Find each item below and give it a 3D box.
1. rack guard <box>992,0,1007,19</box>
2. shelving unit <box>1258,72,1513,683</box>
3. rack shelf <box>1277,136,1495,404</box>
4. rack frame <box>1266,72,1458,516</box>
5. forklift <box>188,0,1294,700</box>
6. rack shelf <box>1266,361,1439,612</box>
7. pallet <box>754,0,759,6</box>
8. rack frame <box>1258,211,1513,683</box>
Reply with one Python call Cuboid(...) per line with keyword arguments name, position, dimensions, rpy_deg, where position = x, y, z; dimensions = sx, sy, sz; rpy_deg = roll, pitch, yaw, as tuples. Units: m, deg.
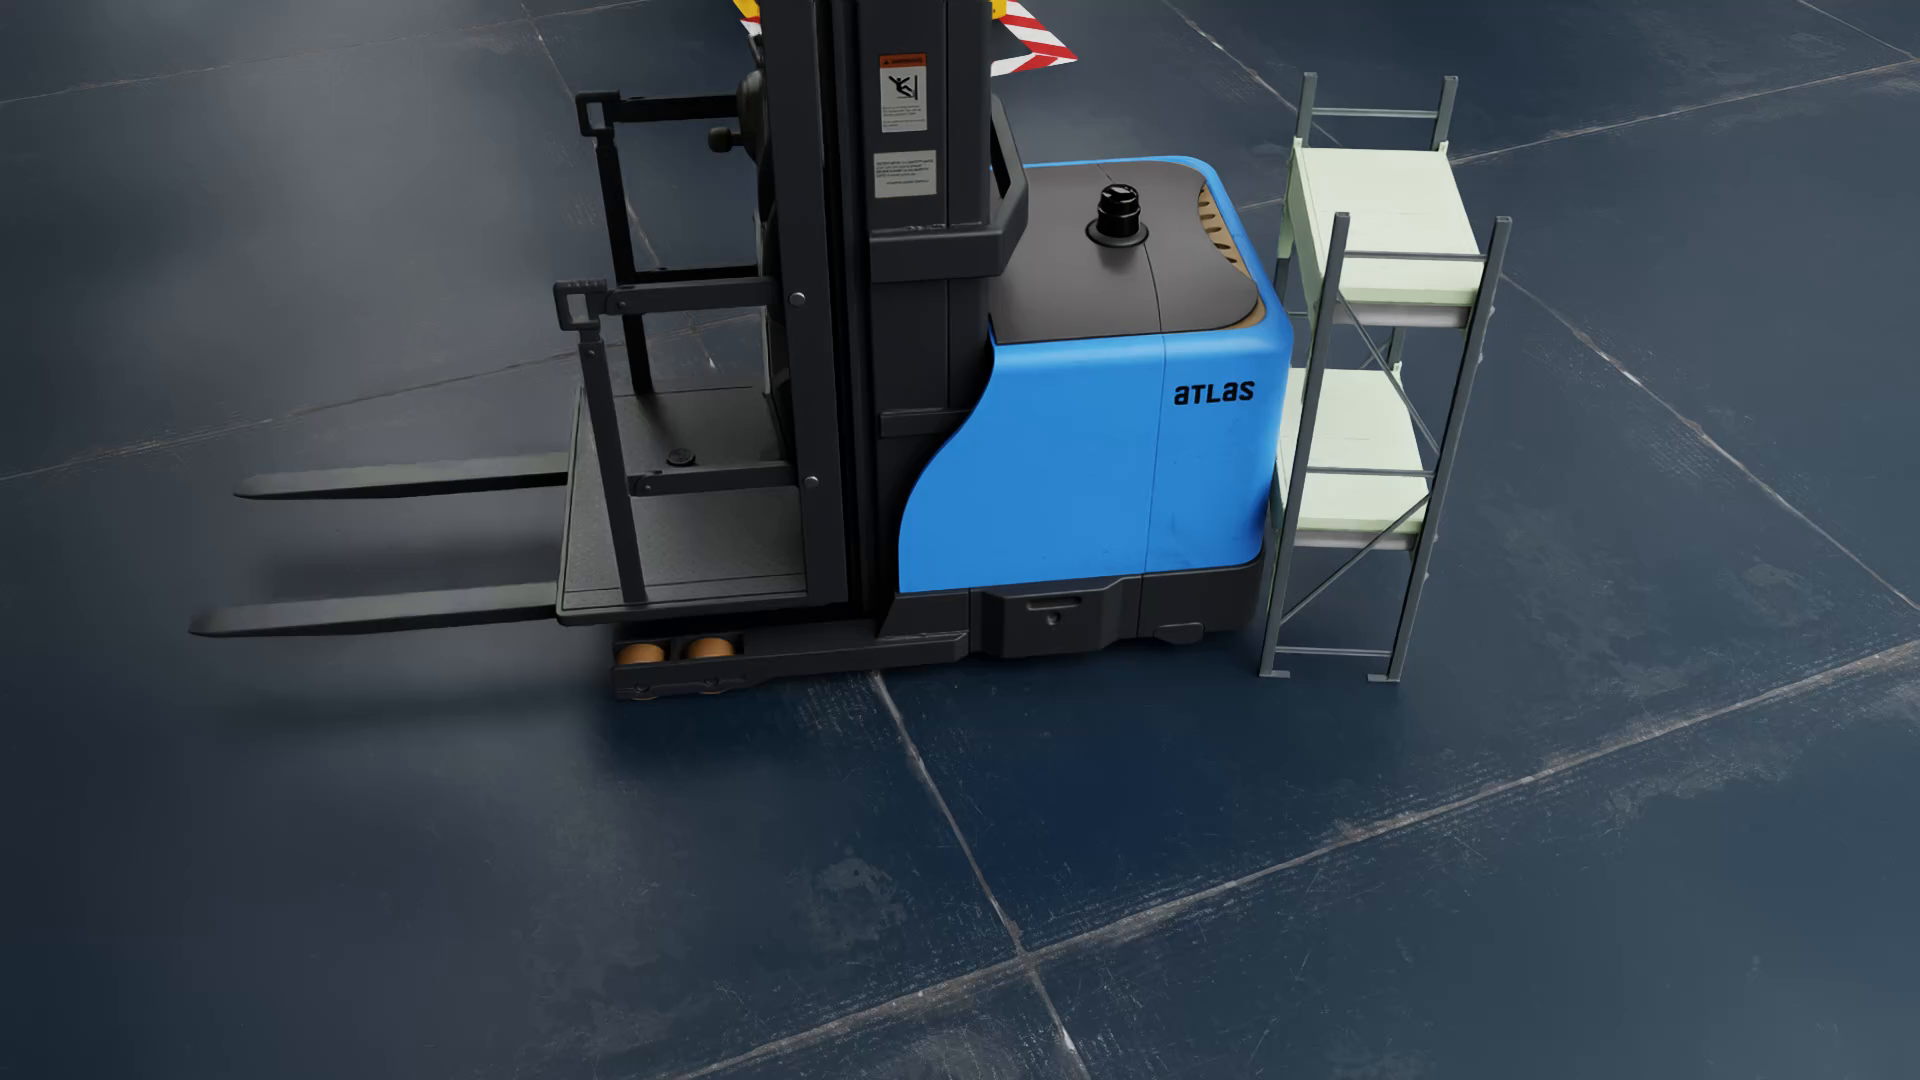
Cuboid(name="rack guard", position=(-0.354, -2.758, 8.074), dimensions=(1.175, 0.500, 0.348), rpy_deg=(-15, 43, -17))
Cuboid(name="shelving unit", position=(1.083, -0.411, 4.578), dimensions=(0.431, 1.500, 0.755), rpy_deg=(2, 41, 2))
Cuboid(name="rack shelf", position=(1.083, -0.707, 4.323), dimensions=(0.431, 0.370, 0.720), rpy_deg=(2, 41, 2))
Cuboid(name="rack frame", position=(1.104, -0.649, 4.855), dimensions=(0.400, 1.500, 0.023), rpy_deg=(2, 41, 2))
Cuboid(name="forklift", position=(-0.680, -1.022, 4.191), dimensions=(3.031, 2.935, 1.130), rpy_deg=(-5, 41, -5))
Cuboid(name="rack shelf", position=(1.083, -0.164, 4.790), dimensions=(0.431, 0.370, 0.720), rpy_deg=(2, 41, 2))
Cuboid(name="pallet", position=(-0.694, -3.113, 8.708), dimensions=(1.003, 0.211, 1.213), rpy_deg=(-15, 43, -17))
Cuboid(name="rack frame", position=(1.062, -0.173, 4.300), dimensions=(0.400, 1.500, 0.023), rpy_deg=(2, 41, 2))
